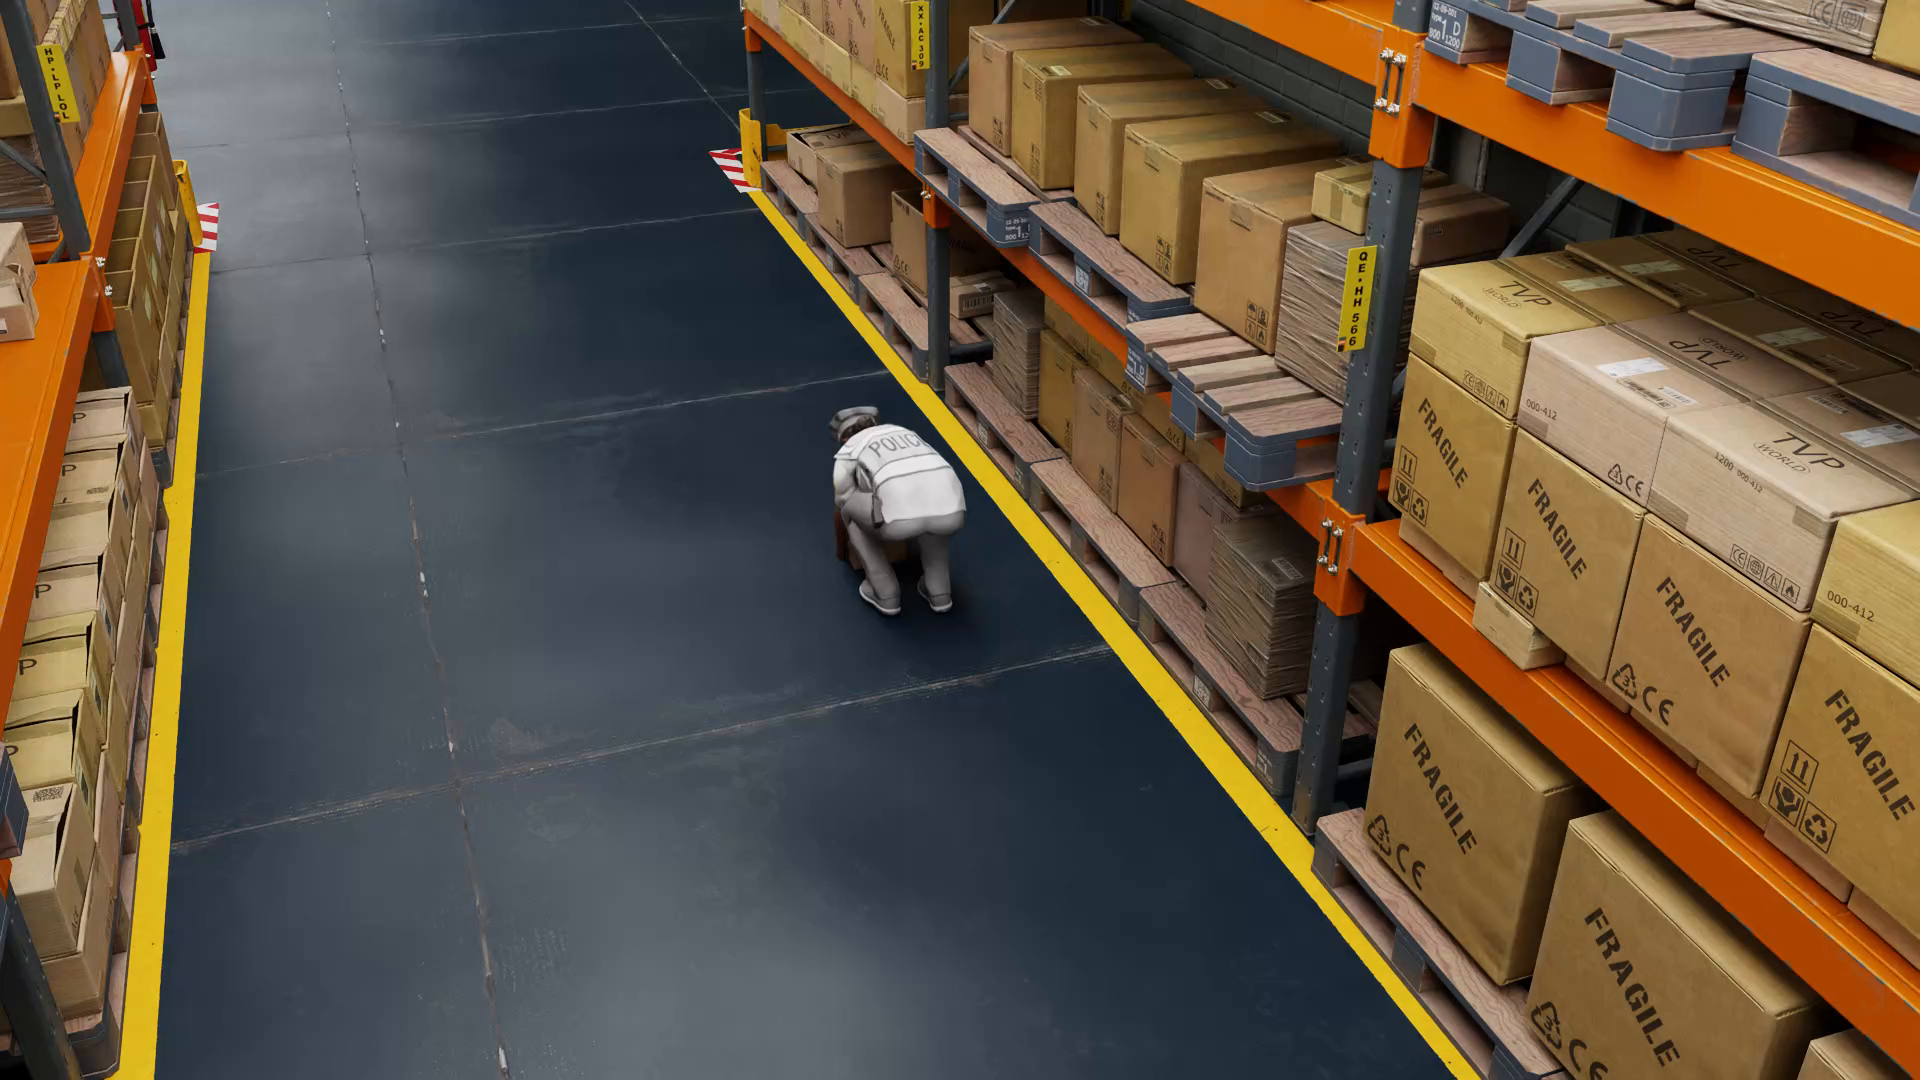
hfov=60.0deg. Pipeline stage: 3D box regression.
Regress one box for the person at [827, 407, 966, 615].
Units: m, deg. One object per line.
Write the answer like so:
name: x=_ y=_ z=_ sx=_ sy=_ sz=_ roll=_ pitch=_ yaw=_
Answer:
person: x=-0.290 y=-0.116 z=7.256 sx=0.453 sy=0.790 sz=0.926 roll=-11 pitch=32 yaw=-19
